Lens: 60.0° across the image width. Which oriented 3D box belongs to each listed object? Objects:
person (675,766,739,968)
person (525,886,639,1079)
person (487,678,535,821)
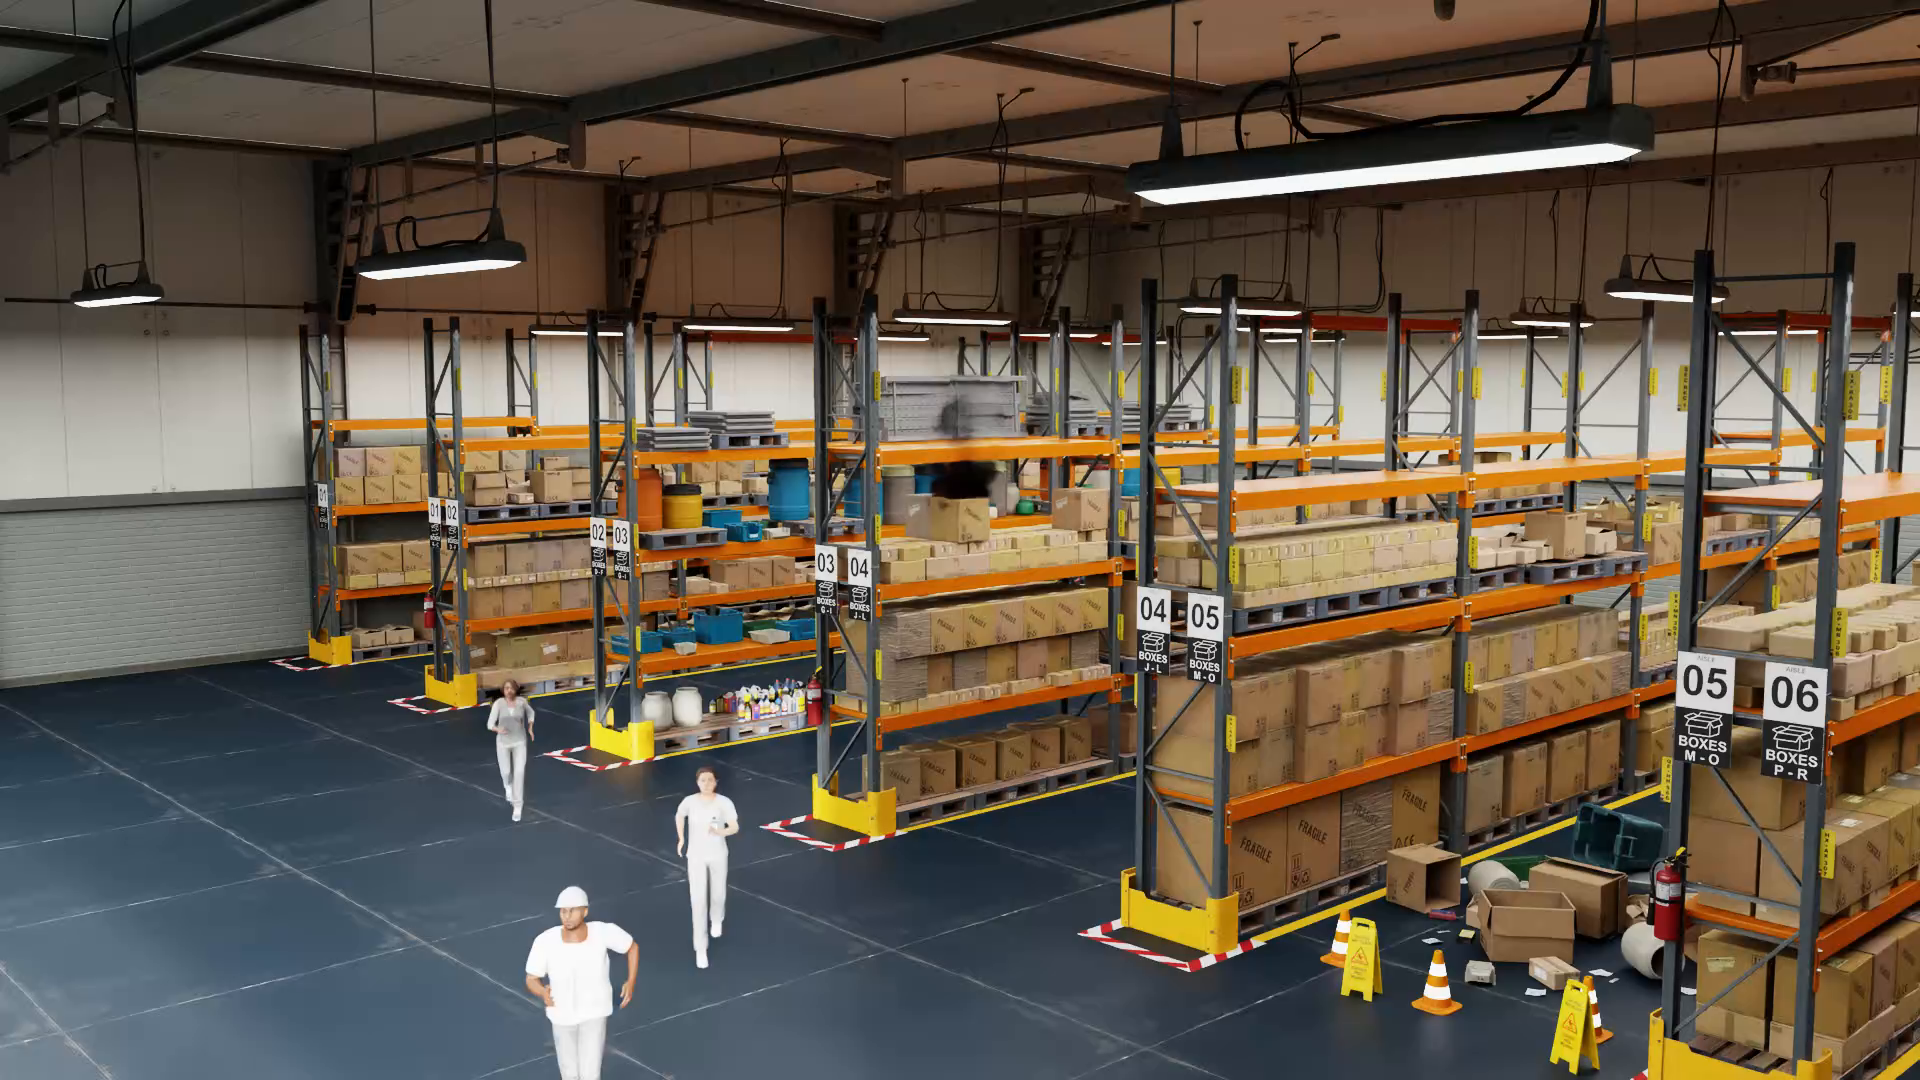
[{"bbox_3d":[-2.237,2.823,14.731,0.559,1.668,0.956,-1,6,-8],"label":"person"},{"bbox_3d":[-2.526,3.195,11.084,0.707,1.802,0.757,0,6,-1],"label":"person"},{"bbox_3d":[-5.227,2.402,19.408,0.542,1.577,0.896,-2,6,-16],"label":"person"}]
